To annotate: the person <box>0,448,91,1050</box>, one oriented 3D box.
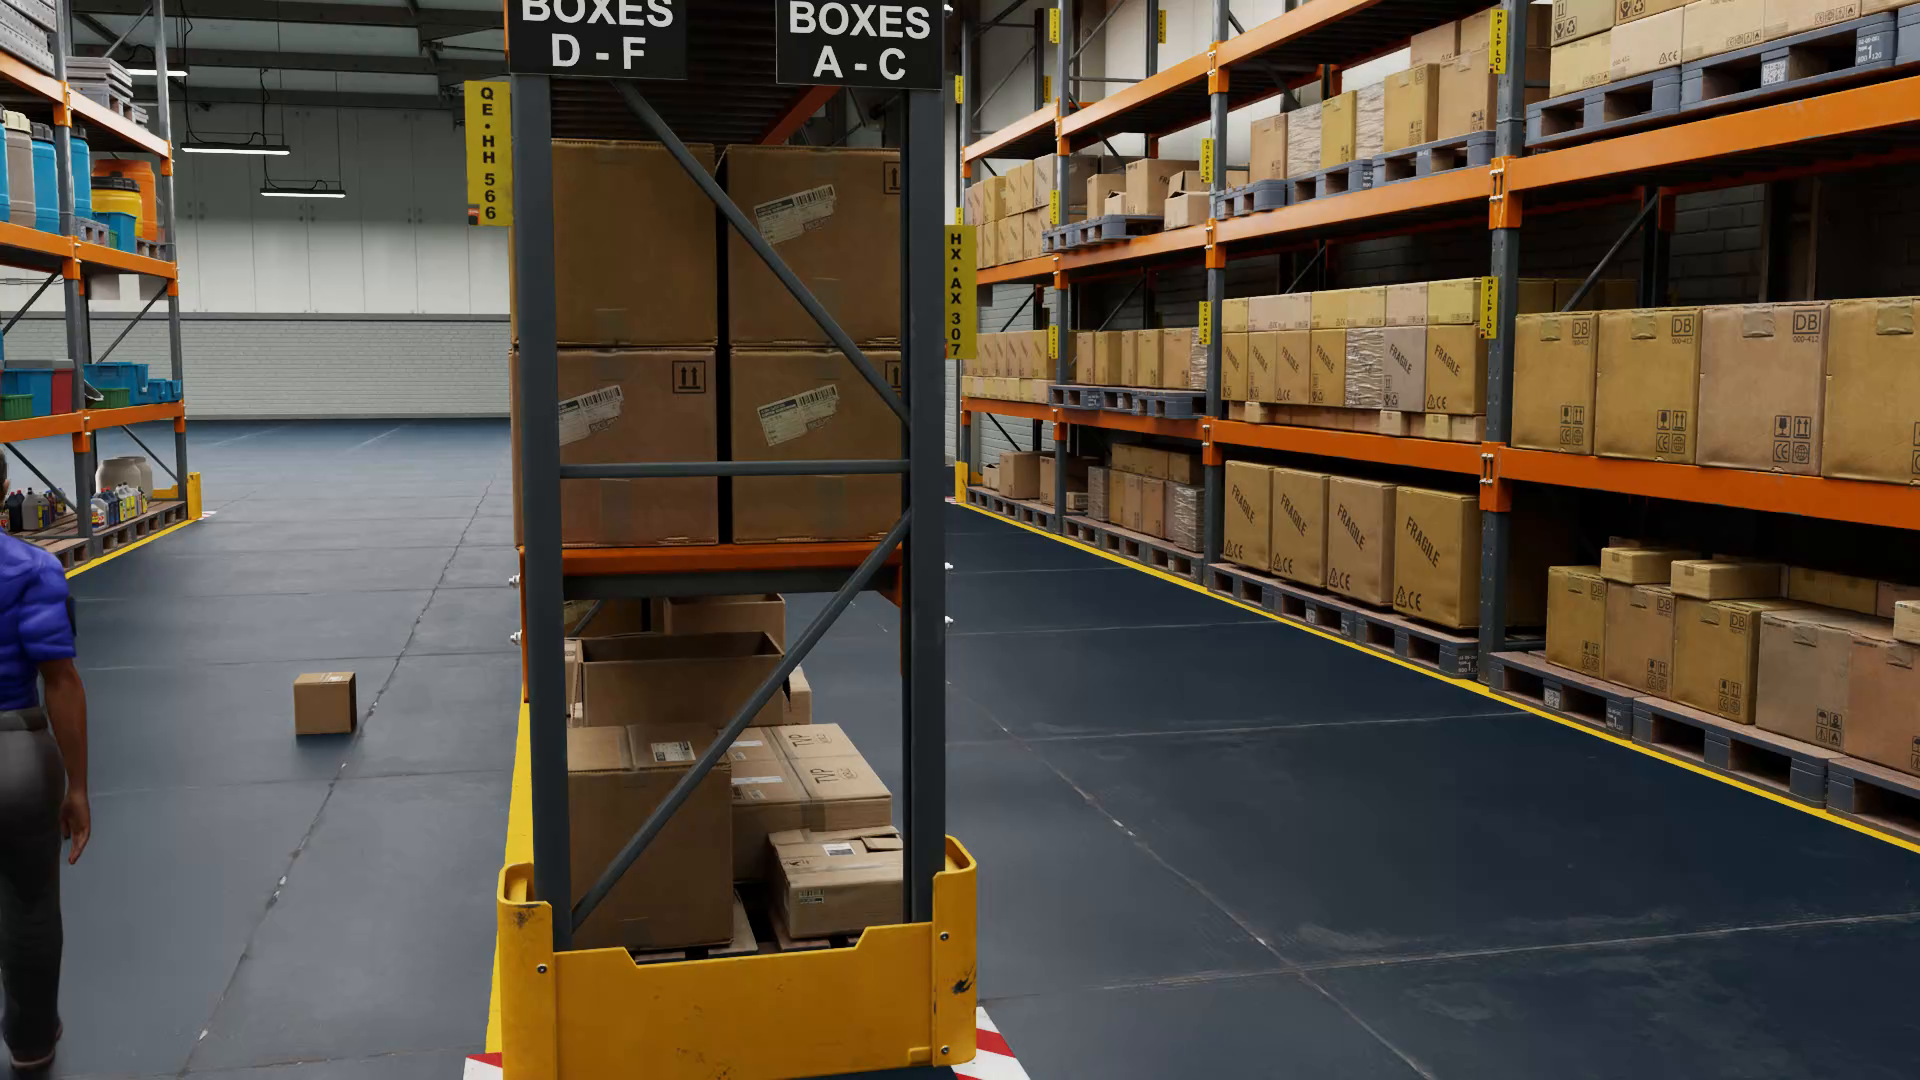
[{"bbox_3d":[-2.221,0.528,3.716,0.493,1.536,0.883,-3,7,-27],"label":"person"}]
